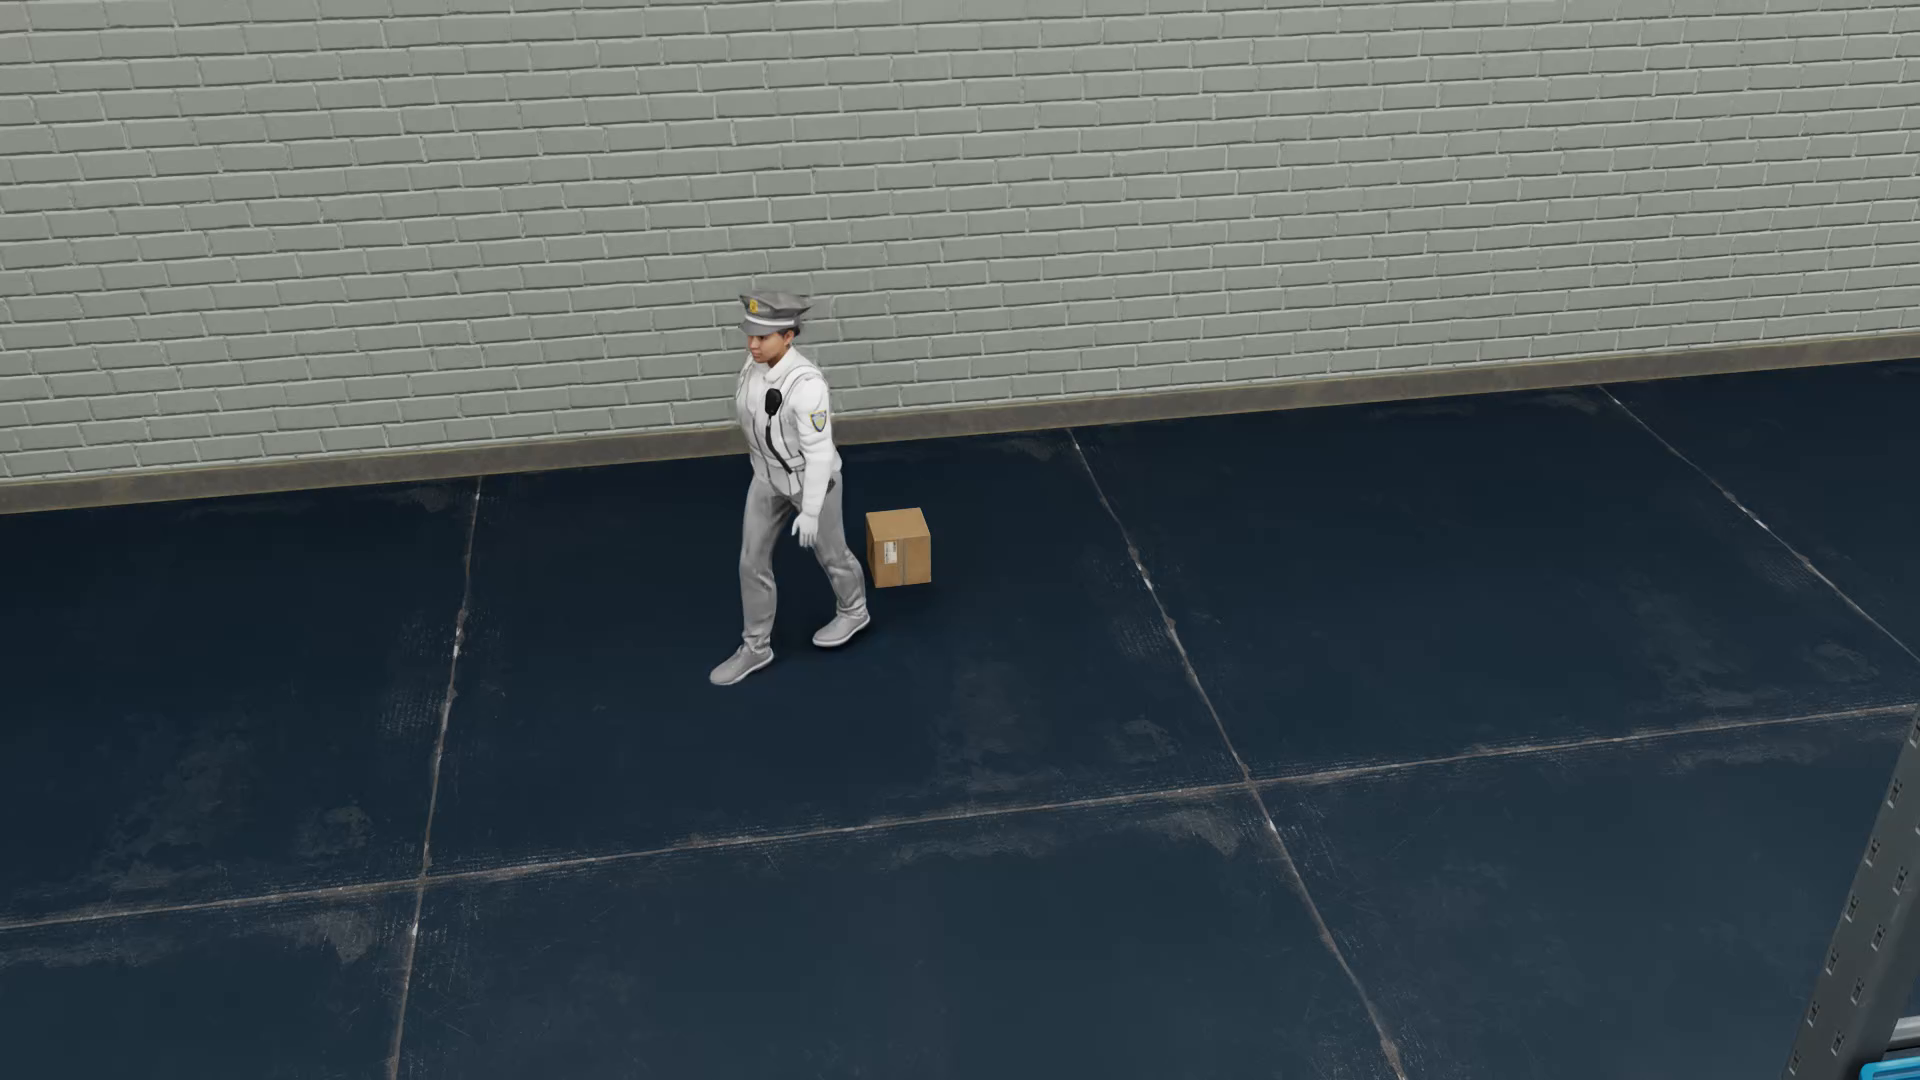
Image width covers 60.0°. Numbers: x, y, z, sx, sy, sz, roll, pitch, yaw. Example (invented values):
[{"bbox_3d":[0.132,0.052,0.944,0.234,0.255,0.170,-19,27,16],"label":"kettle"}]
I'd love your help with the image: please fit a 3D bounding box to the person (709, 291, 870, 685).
[{"bbox_3d":[-0.644,-0.201,6.470,0.508,1.695,0.722,26,39,36],"label":"person"}]
